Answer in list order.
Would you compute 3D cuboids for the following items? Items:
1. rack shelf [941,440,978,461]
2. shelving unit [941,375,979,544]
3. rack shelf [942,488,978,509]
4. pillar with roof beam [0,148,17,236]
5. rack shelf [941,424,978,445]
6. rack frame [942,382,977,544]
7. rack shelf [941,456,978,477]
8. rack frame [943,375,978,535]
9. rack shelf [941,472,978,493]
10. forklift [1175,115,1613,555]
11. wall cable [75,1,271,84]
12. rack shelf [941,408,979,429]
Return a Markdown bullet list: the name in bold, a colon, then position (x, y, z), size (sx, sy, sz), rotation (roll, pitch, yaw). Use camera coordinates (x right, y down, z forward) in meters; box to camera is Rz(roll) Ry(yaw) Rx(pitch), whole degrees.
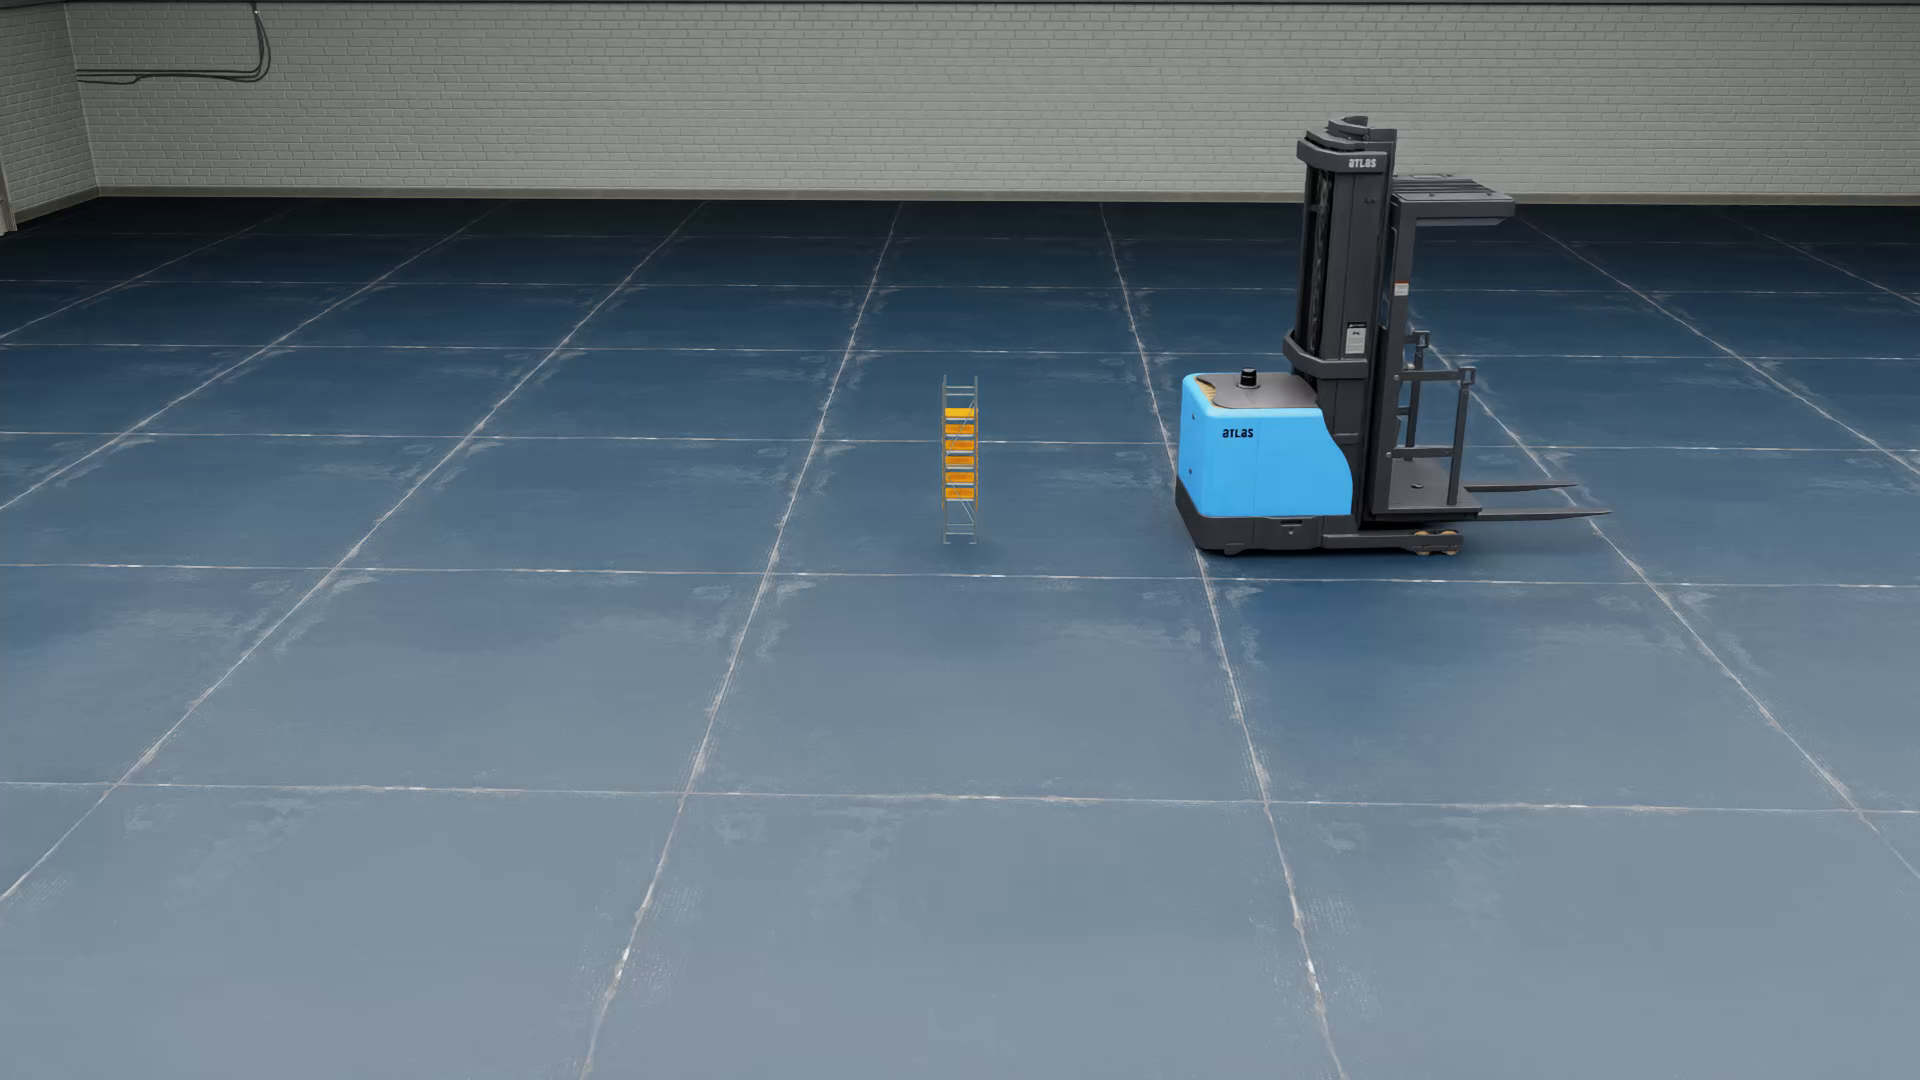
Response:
- **rack shelf**: position (0.000, -0.635, 11.798), size (0.258, 0.103, 0.180), rotation (1, 21, 2)
- **shelving unit**: position (0.000, -0.565, 11.825), size (0.258, 1.200, 0.189), rotation (1, 21, 2)
- **rack shelf**: position (0.000, -0.299, 11.928), size (0.258, 0.103, 0.180), rotation (1, 21, 2)
- **pillar with roof beam**: position (-8.975, -8.392, 21.217), size (9.100, 9.000, 0.400), rotation (1, 21, 2)
- **rack shelf**: position (0.000, -0.747, 11.755), size (0.258, 0.103, 0.180), rotation (1, 21, 2)
- **rack frame**: position (-0.002, -0.532, 11.740), size (0.240, 1.200, 0.006), rotation (1, 21, 2)
- **rack shelf**: position (0.000, -0.523, 11.841), size (0.258, 0.103, 0.180), rotation (1, 21, 2)
- **rack frame**: position (0.003, -0.598, 11.911), size (0.240, 1.200, 0.006), rotation (1, 21, 2)
- **rack shelf**: position (0.000, -0.411, 11.885), size (0.258, 0.103, 0.180), rotation (1, 21, 2)
- **forklift**: position (3.156, -1.449, 11.712), size (3.031, 2.935, 1.130), rotation (-1, 21, -3)
- **wall cable**: position (-11.867, -8.042, 24.609), size (3.097, 2.526, 0.112), rotation (1, 21, 2)
- **rack shelf**: position (0.000, -0.859, 11.711), size (0.258, 0.103, 0.180), rotation (1, 21, 2)
